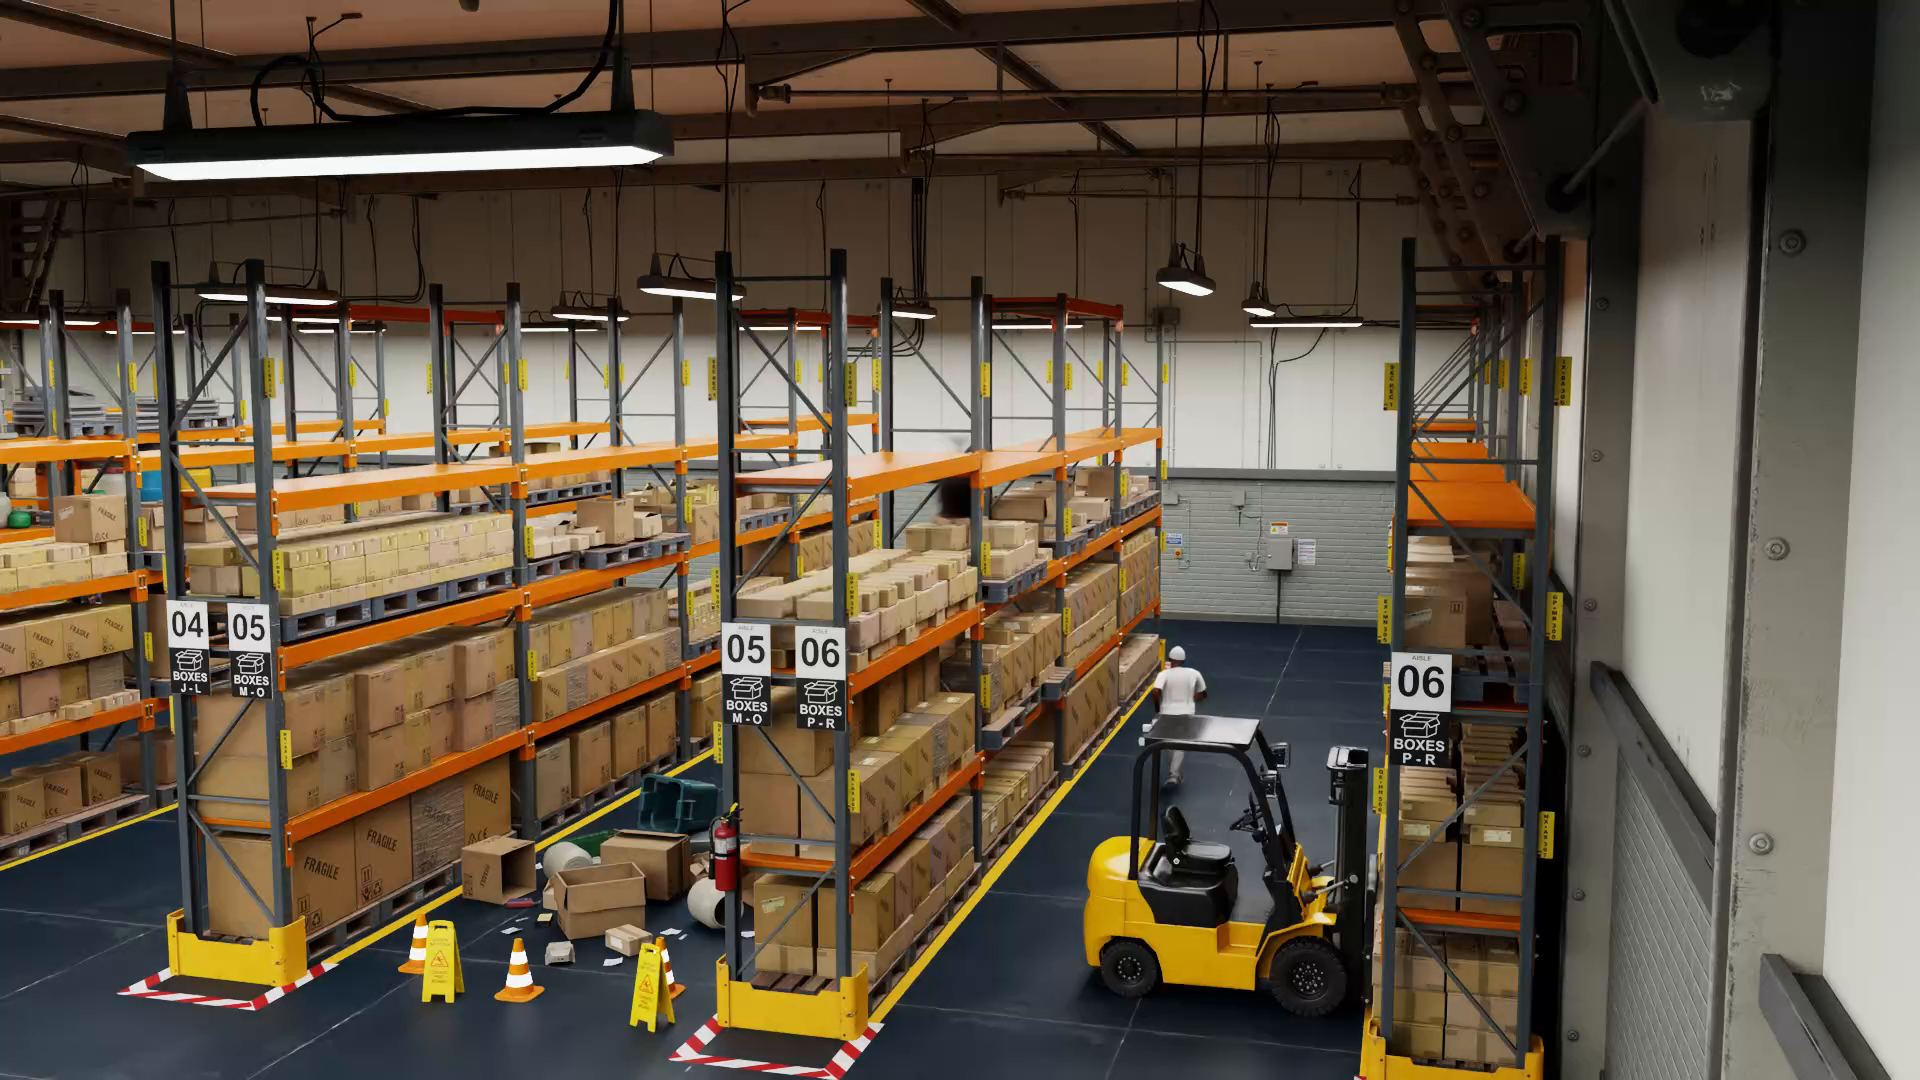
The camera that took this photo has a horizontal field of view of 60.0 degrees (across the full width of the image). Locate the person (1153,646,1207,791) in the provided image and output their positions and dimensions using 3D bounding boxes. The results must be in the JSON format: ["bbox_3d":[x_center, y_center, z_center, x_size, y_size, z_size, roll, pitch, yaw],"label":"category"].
[{"bbox_3d":[2.657,2.175,20.103,0.665,1.737,0.837,1,6,6],"label":"person"}]

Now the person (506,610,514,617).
[{"bbox_3d":[-6.311,1.829,23.620,0.529,1.718,0.839,1,6,13],"label":"person"}]
